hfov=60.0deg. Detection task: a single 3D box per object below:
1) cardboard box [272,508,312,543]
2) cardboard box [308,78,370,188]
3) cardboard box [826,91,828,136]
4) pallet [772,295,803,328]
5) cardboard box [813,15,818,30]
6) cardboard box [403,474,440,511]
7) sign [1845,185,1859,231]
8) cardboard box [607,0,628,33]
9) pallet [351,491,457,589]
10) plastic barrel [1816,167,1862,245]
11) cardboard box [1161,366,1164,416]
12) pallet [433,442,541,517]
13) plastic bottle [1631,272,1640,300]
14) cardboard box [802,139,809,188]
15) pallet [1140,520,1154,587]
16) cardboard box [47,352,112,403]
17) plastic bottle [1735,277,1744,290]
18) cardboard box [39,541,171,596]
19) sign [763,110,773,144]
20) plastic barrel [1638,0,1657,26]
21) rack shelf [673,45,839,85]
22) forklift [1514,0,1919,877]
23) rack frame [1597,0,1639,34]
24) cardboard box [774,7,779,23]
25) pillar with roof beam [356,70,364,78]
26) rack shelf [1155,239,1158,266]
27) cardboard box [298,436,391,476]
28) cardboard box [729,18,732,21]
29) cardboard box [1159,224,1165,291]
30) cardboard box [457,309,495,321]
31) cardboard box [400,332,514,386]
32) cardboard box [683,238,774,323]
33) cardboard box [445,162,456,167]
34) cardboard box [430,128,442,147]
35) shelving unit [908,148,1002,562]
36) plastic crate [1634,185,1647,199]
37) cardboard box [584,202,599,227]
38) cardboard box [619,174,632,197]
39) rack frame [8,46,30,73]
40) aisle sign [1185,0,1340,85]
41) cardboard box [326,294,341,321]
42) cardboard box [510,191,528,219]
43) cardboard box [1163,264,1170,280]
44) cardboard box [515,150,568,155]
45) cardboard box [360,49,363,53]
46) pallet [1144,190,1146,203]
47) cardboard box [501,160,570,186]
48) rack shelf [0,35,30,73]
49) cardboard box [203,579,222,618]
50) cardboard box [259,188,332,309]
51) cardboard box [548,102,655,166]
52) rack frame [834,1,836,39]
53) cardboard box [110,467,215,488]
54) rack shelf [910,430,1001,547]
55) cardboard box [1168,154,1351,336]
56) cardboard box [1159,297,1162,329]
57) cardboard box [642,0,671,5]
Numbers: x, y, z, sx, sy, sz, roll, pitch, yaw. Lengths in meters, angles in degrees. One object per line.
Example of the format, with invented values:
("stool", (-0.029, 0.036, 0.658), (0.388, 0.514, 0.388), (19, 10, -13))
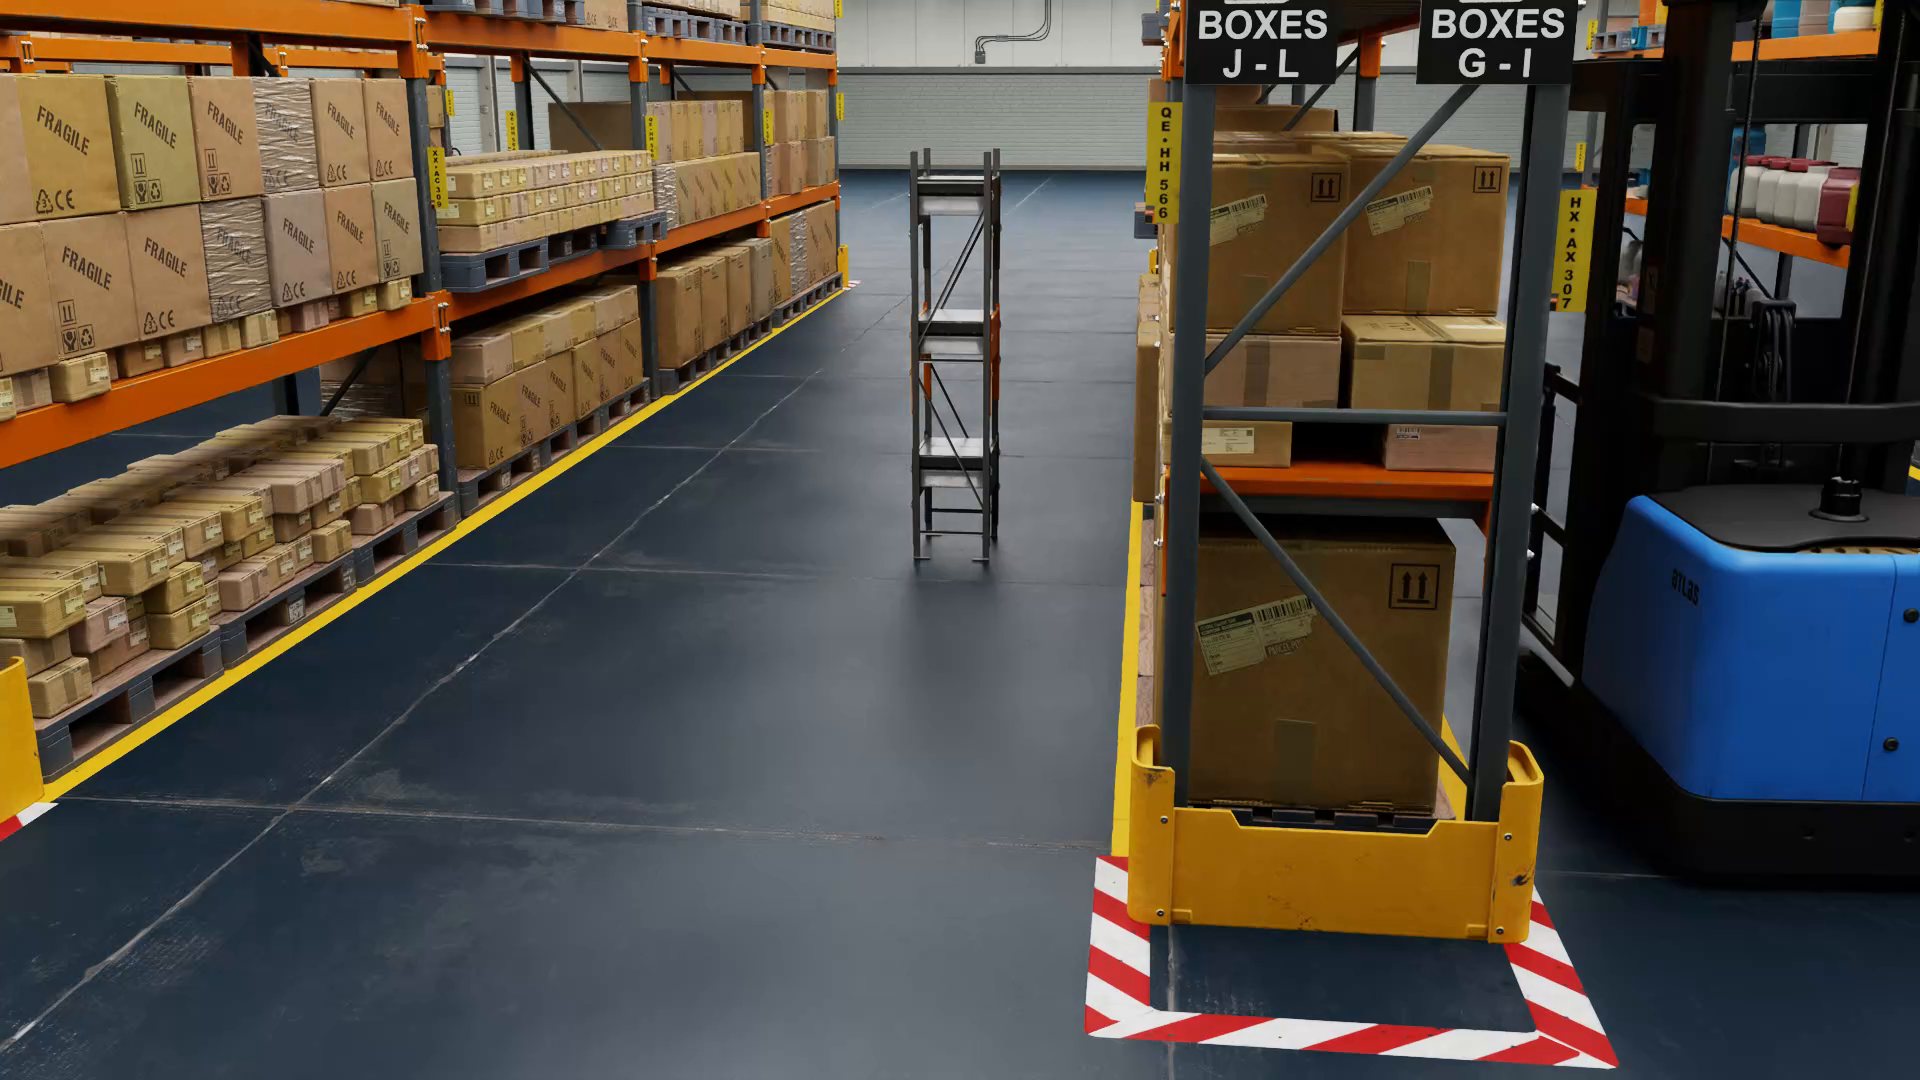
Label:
("cardboard box", (-3.301, -0.092, 7.843), (0.380, 0.149, 0.250), (1, 15, 4))
("cardboard box", (-3.202, -1.962, 7.993), (0.500, 0.500, 0.500), (1, 15, 4))
("cardboard box", (-2.091, -5.162, 20.150), (0.875, 0.550, 0.550), (2, 15, 6))
("pallet", (-2.299, -2.475, 17.910), (1.003, 0.211, 1.213), (2, 15, 6))
("cardboard box", (-1.827, -5.881, 18.903), (0.380, 0.149, 0.250), (1, 15, 5))
("cardboard box", (-3.071, -0.266, 9.056), (0.380, 0.149, 0.250), (2, 15, 7))
("sign", (6.377, -2.364, 11.844), (0.100, 0.325, 0.005), (2, 15, 6))
("cardboard box", (-2.726, -3.929, 12.009), (0.500, 0.500, 0.500), (2, 15, 6))
("pallet", (-3.406, -0.030, 8.868), (1.003, 0.211, 1.213), (2, 15, 6))
("plastic barrel", (6.676, -2.465, 12.272), (0.600, 0.536, 0.708), (2, 15, 6))
("cardboard box", (0.900, -0.520, 5.819), (0.380, 0.149, 0.250), (2, 15, 7))
("pallet", (-3.279, -0.407, 10.263), (1.003, 0.211, 1.213), (2, 15, 6))
("plastic bottle", (7.269, -2.727, 17.862), (0.061, 0.283, 0.133), (2, 15, 7))
("cardboard box", (-2.236, -4.353, 19.228), (0.875, 0.550, 0.550), (2, 15, 6))
("pallet", (1.388, 0.162, 8.158), (1.003, 0.211, 1.213), (2, 15, 6))
("cardboard box", (-3.383, -0.602, 6.124), (0.380, 0.149, 0.250), (1, 15, 5))
("plastic bottle", (7.901, -2.488, 16.847), (0.144, 0.351, 0.185), (1, 15, 4))
("cardboard box", (-3.352, 0.110, 6.526), (0.380, 0.149, 0.250), (2, 15, 6))
("sign", (-1.922, -4.133, 16.635), (0.100, 0.325, 0.005), (2, 15, 6))
("plastic barrel", (7.899, -6.074, 18.503), (0.600, 0.830, 0.708), (2, 15, 6))
("rack shelf", (-2.237, -5.245, 18.446), (1.077, 0.370, 4.000), (2, 15, 6))
("forklift", (2.796, -0.713, 6.184), (1.130, 2.935, 3.031), (1, 15, 2))
("rack frame", (7.827, -7.241, 18.702), (1.000, 3.000, 0.127), (2, 15, 6))
("cardboard box", (-2.056, -5.355, 16.959), (0.380, 0.149, 0.250), (2, 15, 6))
("pillar with roof beam", (-7.216, -10.656, 31.330), (9.100, 9.000, 0.400), (2, 15, 6))
("rack shelf", (2.229, -2.588, 14.364), (1.077, 0.370, 4.000), (2, 15, 6))
("cardboard box", (-3.157, -0.433, 8.533), (0.380, 0.149, 0.250), (2, 15, 6))
("cardboard box", (-2.625, -5.571, 17.757), (0.380, 0.149, 0.250), (2, 15, 7))
("cardboard box", (1.333, -1.556, 8.980), (0.500, 0.500, 0.500), (2, 15, 6))
("cardboard box", (-3.415, -1.380, 11.068), (0.500, 0.250, 0.500), (1, 15, 4))
("cardboard box", (-3.019, -1.093, 10.005), (0.500, 0.250, 0.500), (1, 15, 4))
("cardboard box", (-2.443, -2.579, 16.459), (1.050, 0.750, 0.750), (2, 15, 6))
("cardboard box", (-3.393, -2.298, 10.451), (0.380, 0.149, 0.250), (1, 15, 4))
("cardboard box", (-6.728, -4.826, 20.502), (0.500, 0.500, 0.500), (1, 15, 5))
("shelving unit", (-0.019, -0.971, 8.729), (0.431, 2.100, 0.503), (2, 15, 6))
("plastic crate", (7.307, -3.609, 17.268), (0.530, 0.136, 0.437), (2, 15, 6))
("cardboard box", (-2.663, -2.196, 11.214), (0.380, 0.149, 0.250), (2, 15, 8))
("cardboard box", (-2.573, -2.534, 11.895), (0.380, 0.149, 0.250), (2, 15, 8))
("rack frame", (-7.844, -2.708, 13.431), (1.000, 3.000, 0.127), (2, 15, 6))
("aisle sign", (0.794, -1.586, 4.302), (0.394, 0.787, 0.004), (2, 15, 6))
("cardboard box", (-3.272, -1.146, 8.137), (0.380, 0.149, 0.250), (1, 15, 5))
("cardboard box", (-2.808, -1.999, 9.915), (0.380, 0.149, 0.250), (2, 15, 8))
("cardboard box", (1.061, -0.945, 6.627), (0.500, 0.250, 0.500), (2, 15, 6))
("cardboard box", (-3.159, -2.842, 12.463), (0.380, 0.149, 0.250), (2, 15, 6))
("cardboard box", (-6.938, -5.547, 18.663), (0.380, 0.149, 0.250), (2, 15, 7))
("pallet", (2.224, -3.167, 15.496), (1.003, 0.211, 1.213), (2, 15, 6))
("cardboard box", (-2.719, -2.344, 10.620), (0.380, 0.149, 0.250), (2, 15, 8))
("rack shelf", (-8.069, -3.290, 11.215), (1.077, 0.370, 4.000), (2, 15, 6))
("cardboard box", (-3.398, 0.266, 7.087), (0.380, 0.149, 0.250), (2, 15, 6))
("cardboard box", (-3.256, -1.346, 7.630), (0.500, 0.500, 0.500), (2, 15, 6))
("cardboard box", (-2.853, -3.236, 13.275), (0.700, 0.500, 0.500), (2, 15, 6))
("rack frame", (-2.011, -7.559, 19.879), (1.000, 3.000, 0.127), (2, 15, 6))
("cardboard box", (-3.745, -0.240, 7.820), (0.380, 0.149, 0.250), (1, 15, 4))
("rack shelf", (-0.019, -0.282, 8.915), (0.431, 0.518, 0.480), (2, 15, 6))
("cardboard box", (0.894, -0.909, 5.057), (0.500, 0.500, 0.500), (2, 15, 7))
("cardboard box", (1.129, -1.054, 7.795), (0.380, 0.149, 0.250), (2, 15, 8))
("cardboard box", (-2.613, -4.426, 13.211), (0.500, 0.311, 0.500), (2, 15, 6))
